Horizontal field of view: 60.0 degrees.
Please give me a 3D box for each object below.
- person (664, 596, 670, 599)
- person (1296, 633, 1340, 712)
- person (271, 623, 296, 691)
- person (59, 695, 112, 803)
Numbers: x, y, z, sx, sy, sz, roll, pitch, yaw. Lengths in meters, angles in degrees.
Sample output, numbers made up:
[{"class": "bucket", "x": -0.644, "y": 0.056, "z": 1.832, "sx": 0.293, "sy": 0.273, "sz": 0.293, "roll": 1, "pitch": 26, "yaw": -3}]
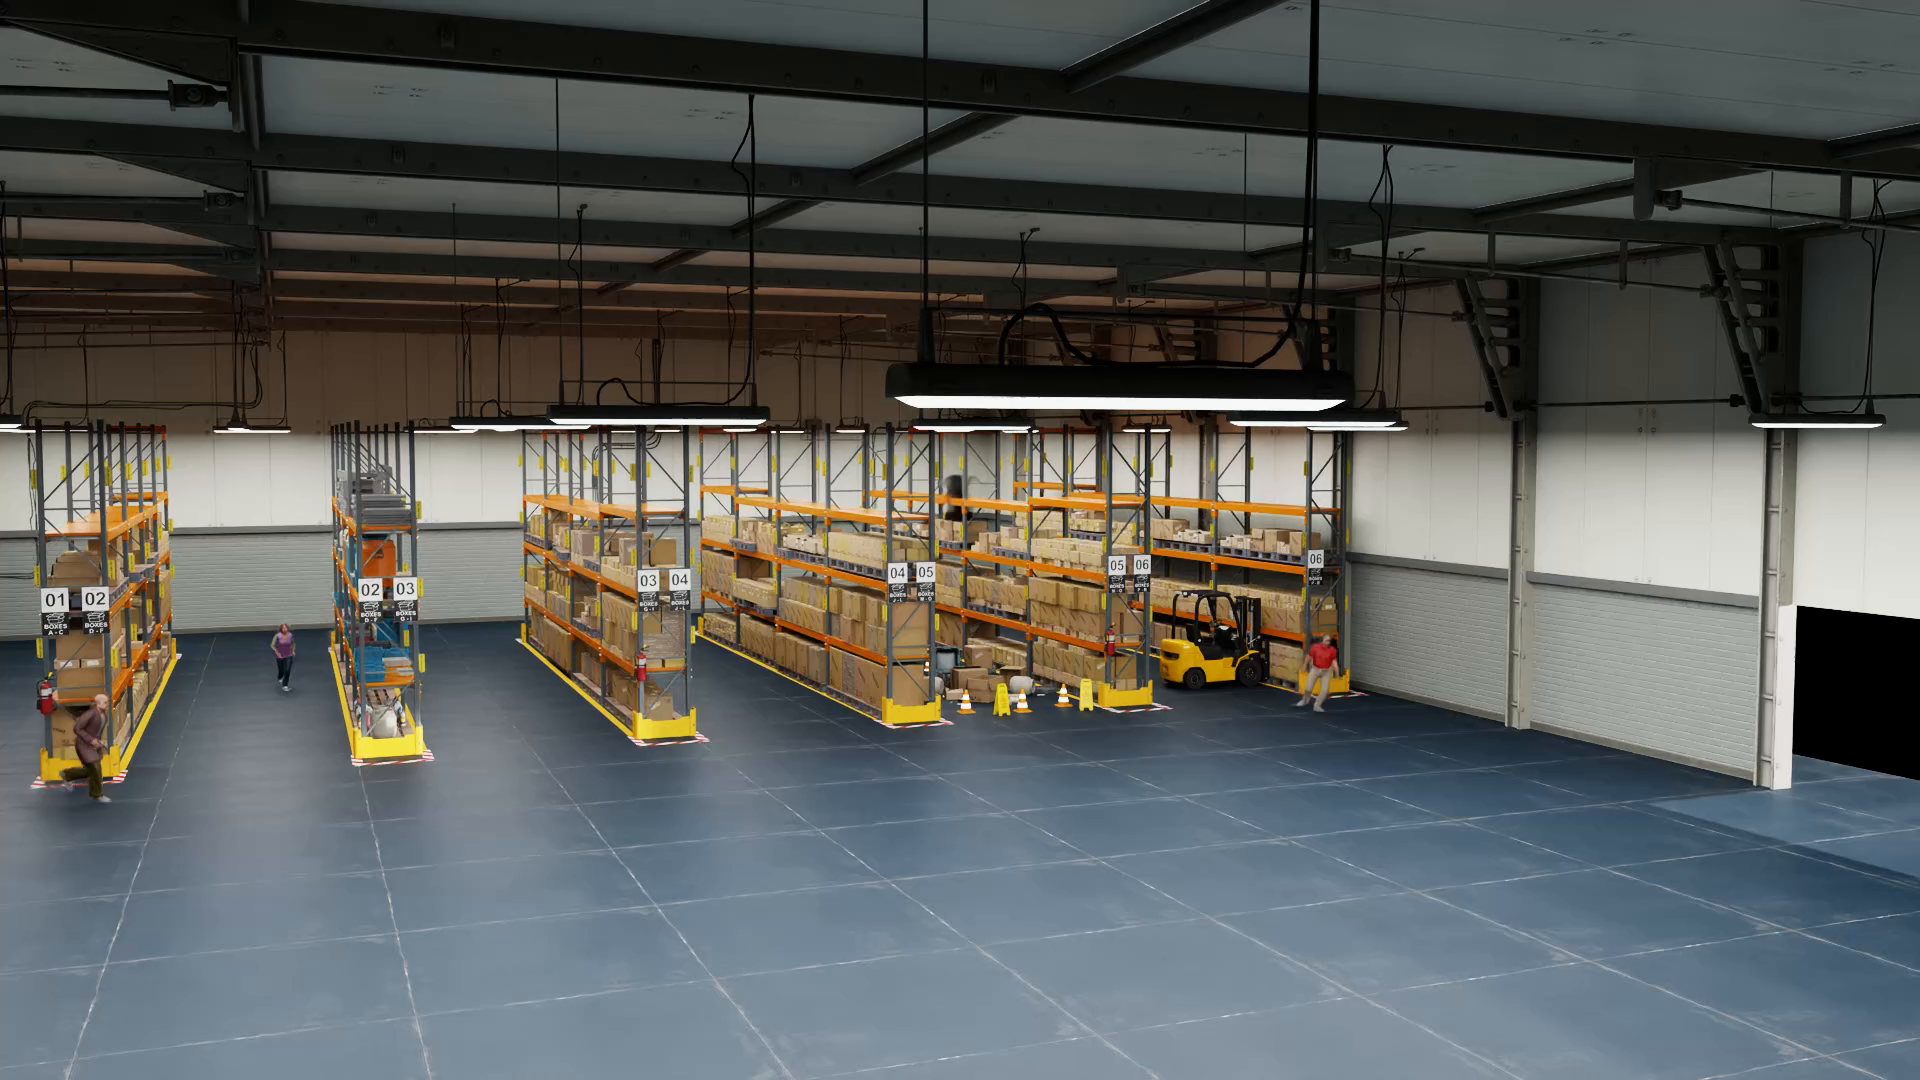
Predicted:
[{"class": "person", "x": -8.236, "y": 1.948, "z": 46.944, "sx": 0.603, "sy": 1.668, "sz": 0.653, "roll": -1, "pitch": 4, "yaw": -18}, {"class": "person", "x": 7.427, "y": 2.742, "z": 34.504, "sx": 0.819, "sy": 1.638, "sz": 0.644, "roll": 0, "pitch": 4, "yaw": 0}, {"class": "person", "x": -15.244, "y": 2.626, "z": 37.450, "sx": 0.539, "sy": 1.534, "sz": 0.575, "roll": -2, "pitch": 4, "yaw": -33}, {"class": "person", "x": -13.689, "y": 3.266, "z": 25.969, "sx": 0.869, "sy": 1.725, "sz": 0.707, "roll": 1, "pitch": 4, "yaw": 9}]
